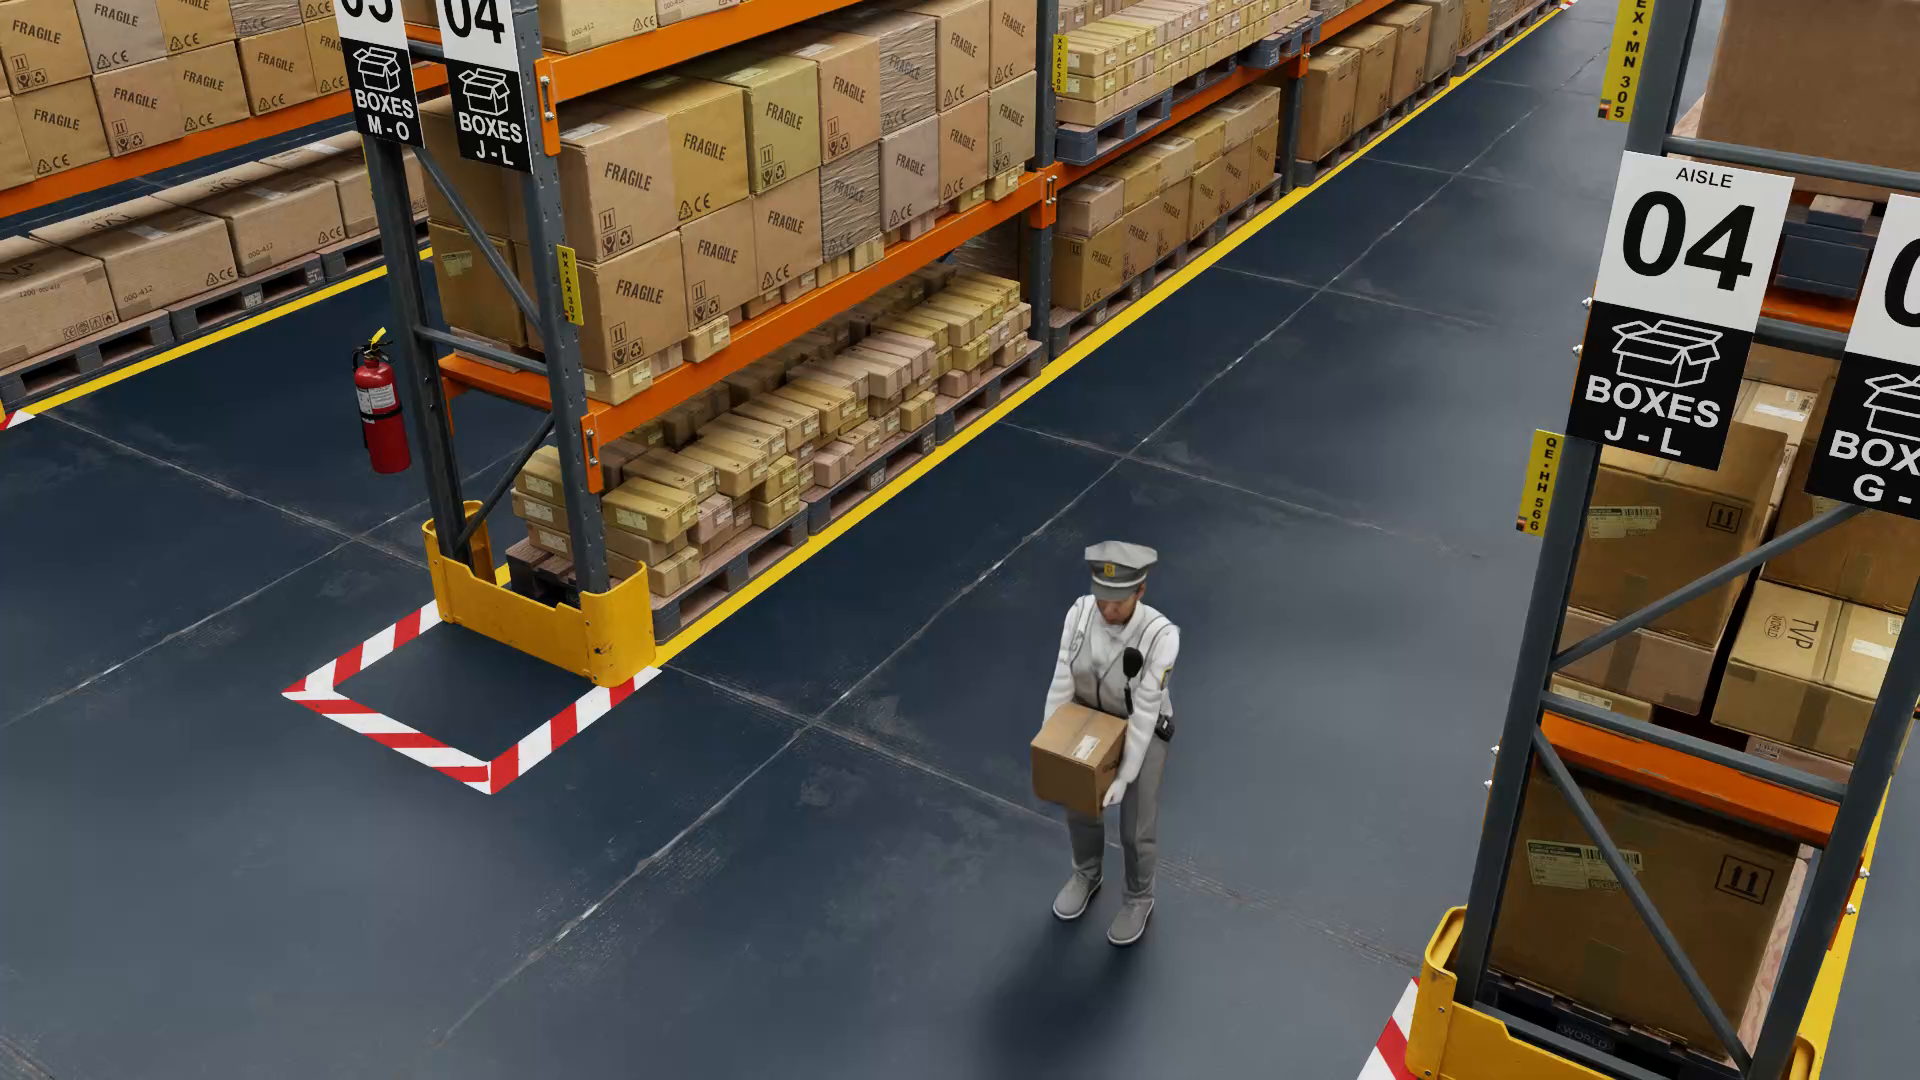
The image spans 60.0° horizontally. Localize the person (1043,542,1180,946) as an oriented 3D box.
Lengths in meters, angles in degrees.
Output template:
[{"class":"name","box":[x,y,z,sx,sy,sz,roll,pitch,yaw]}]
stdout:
[{"class":"person","box":[0.525,0.740,5.890,0.415,1.665,0.541,17,35,26]}]
